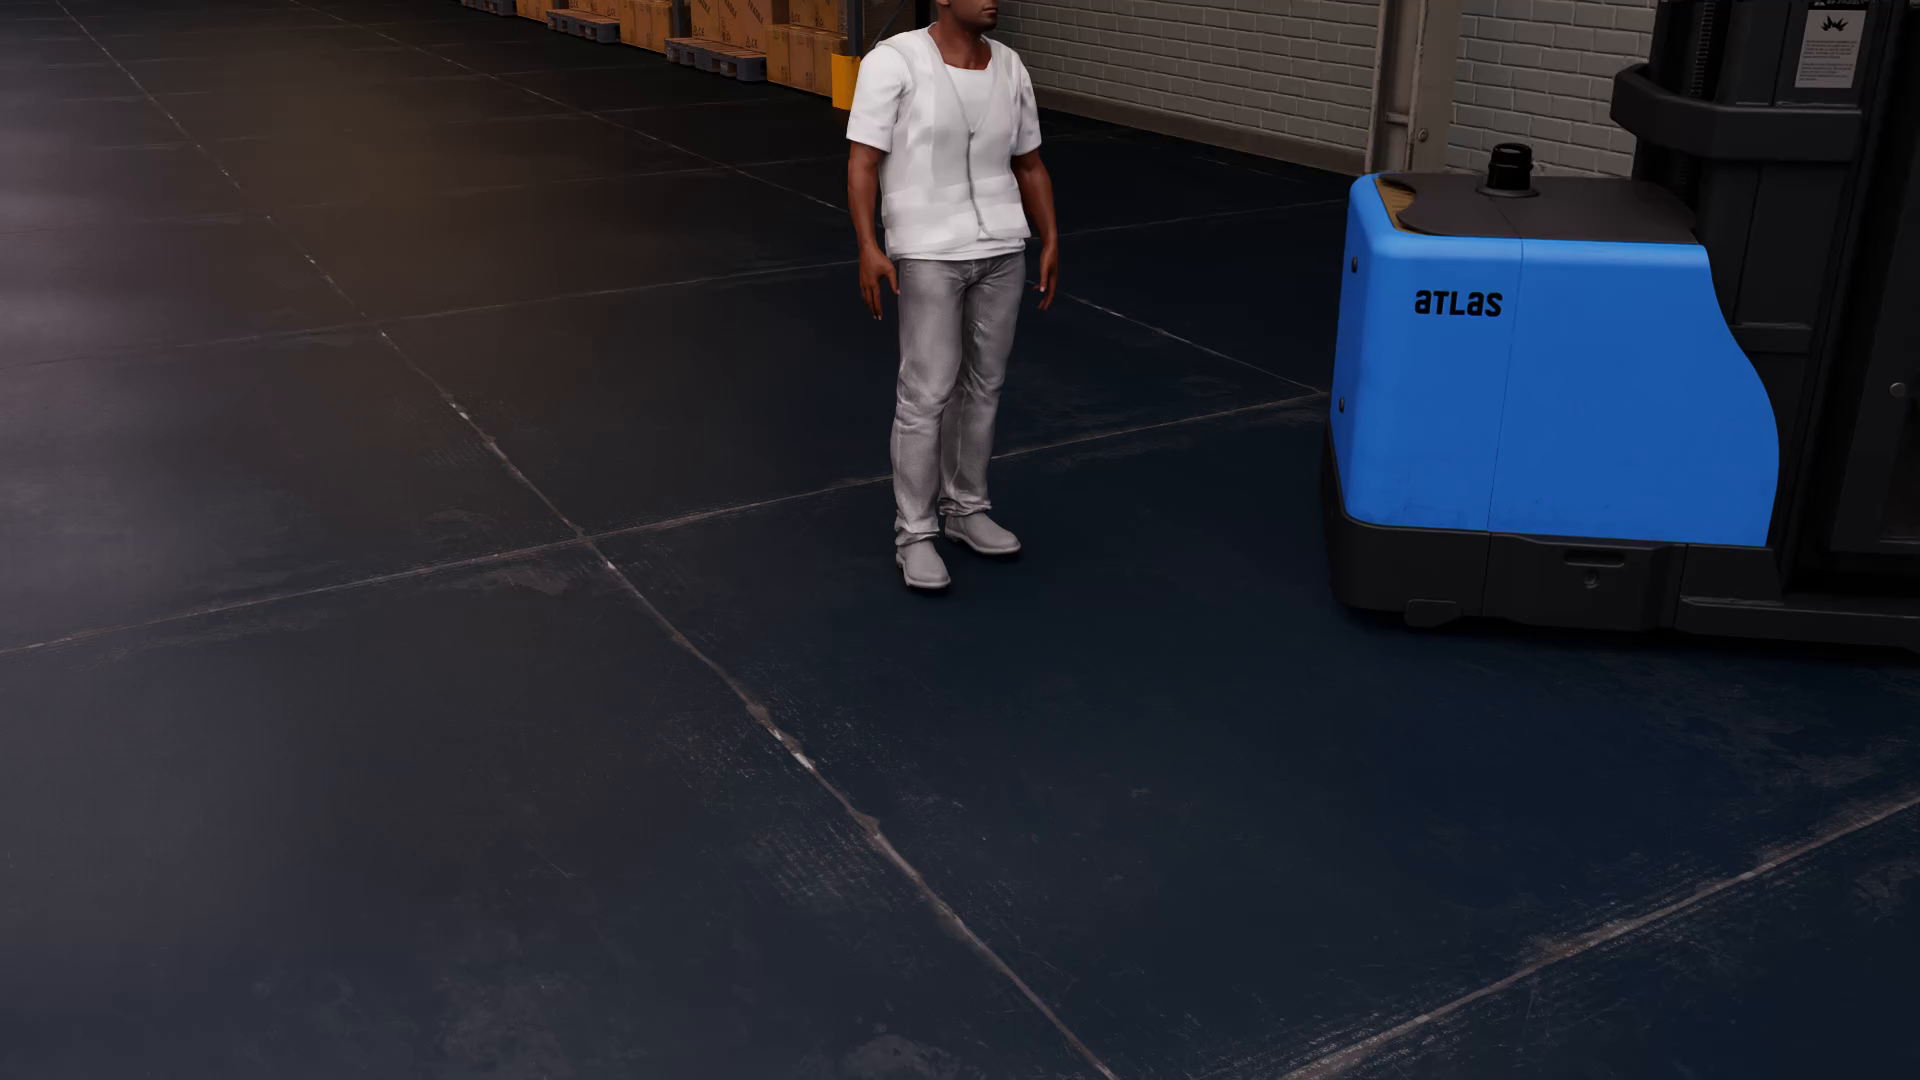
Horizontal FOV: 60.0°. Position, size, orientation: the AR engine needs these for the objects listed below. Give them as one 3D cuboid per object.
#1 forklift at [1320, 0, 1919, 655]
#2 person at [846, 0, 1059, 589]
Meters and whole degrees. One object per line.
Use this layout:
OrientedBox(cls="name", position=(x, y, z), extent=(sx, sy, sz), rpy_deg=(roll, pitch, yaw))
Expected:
OrientedBox(cls="forklift", position=(2.593, -1.215, 4.233), extent=(3.031, 2.935, 1.130), rpy_deg=(3, 23, 8))
OrientedBox(cls="person", position=(0.030, -0.800, 4.738), extent=(0.666, 1.765, 0.577), rpy_deg=(-12, 25, -28))
